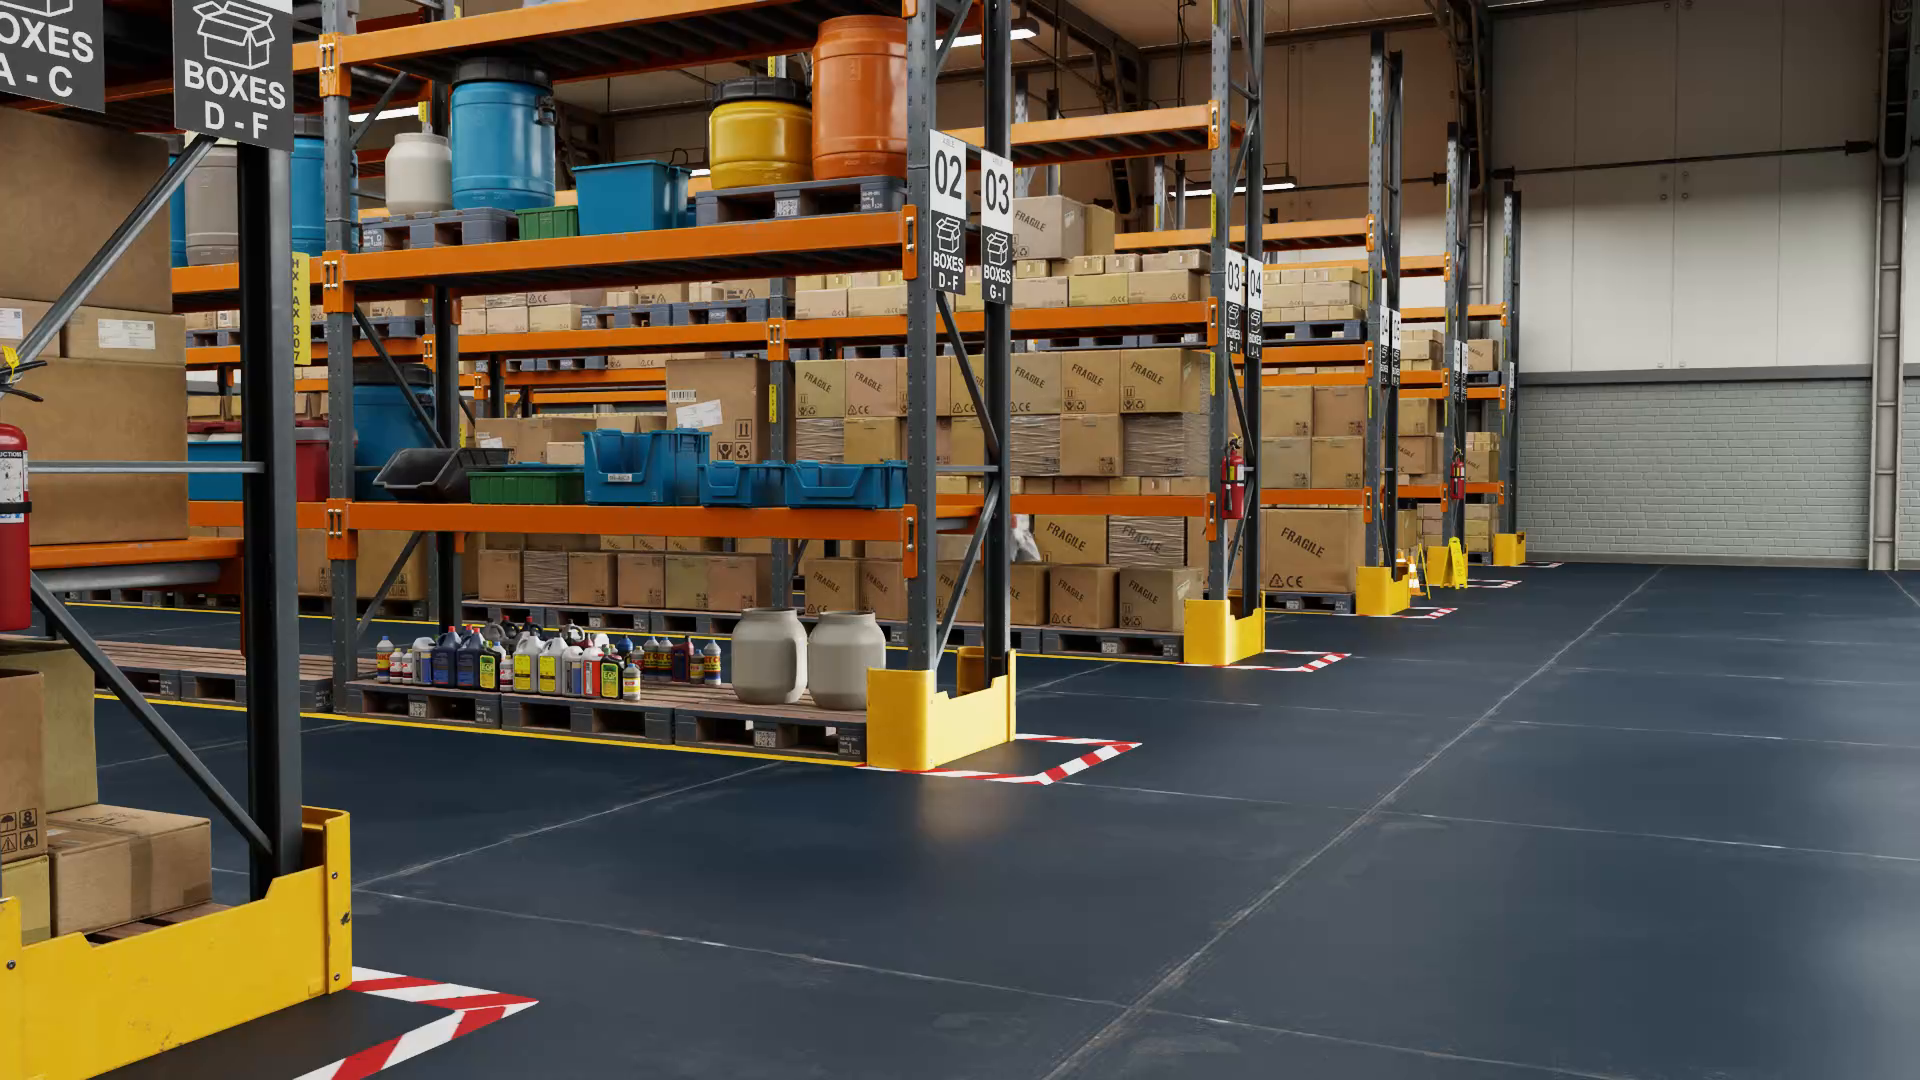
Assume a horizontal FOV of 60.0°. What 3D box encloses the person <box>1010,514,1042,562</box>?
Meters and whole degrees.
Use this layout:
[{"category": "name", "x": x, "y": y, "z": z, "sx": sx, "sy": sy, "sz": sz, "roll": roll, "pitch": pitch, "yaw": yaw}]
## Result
[{"category": "person", "x": 0.508, "y": -0.088, "z": 16.686, "sx": 1.032, "sy": 1.753, "sz": 0.527, "roll": 1, "pitch": 2, "yaw": 13}]
